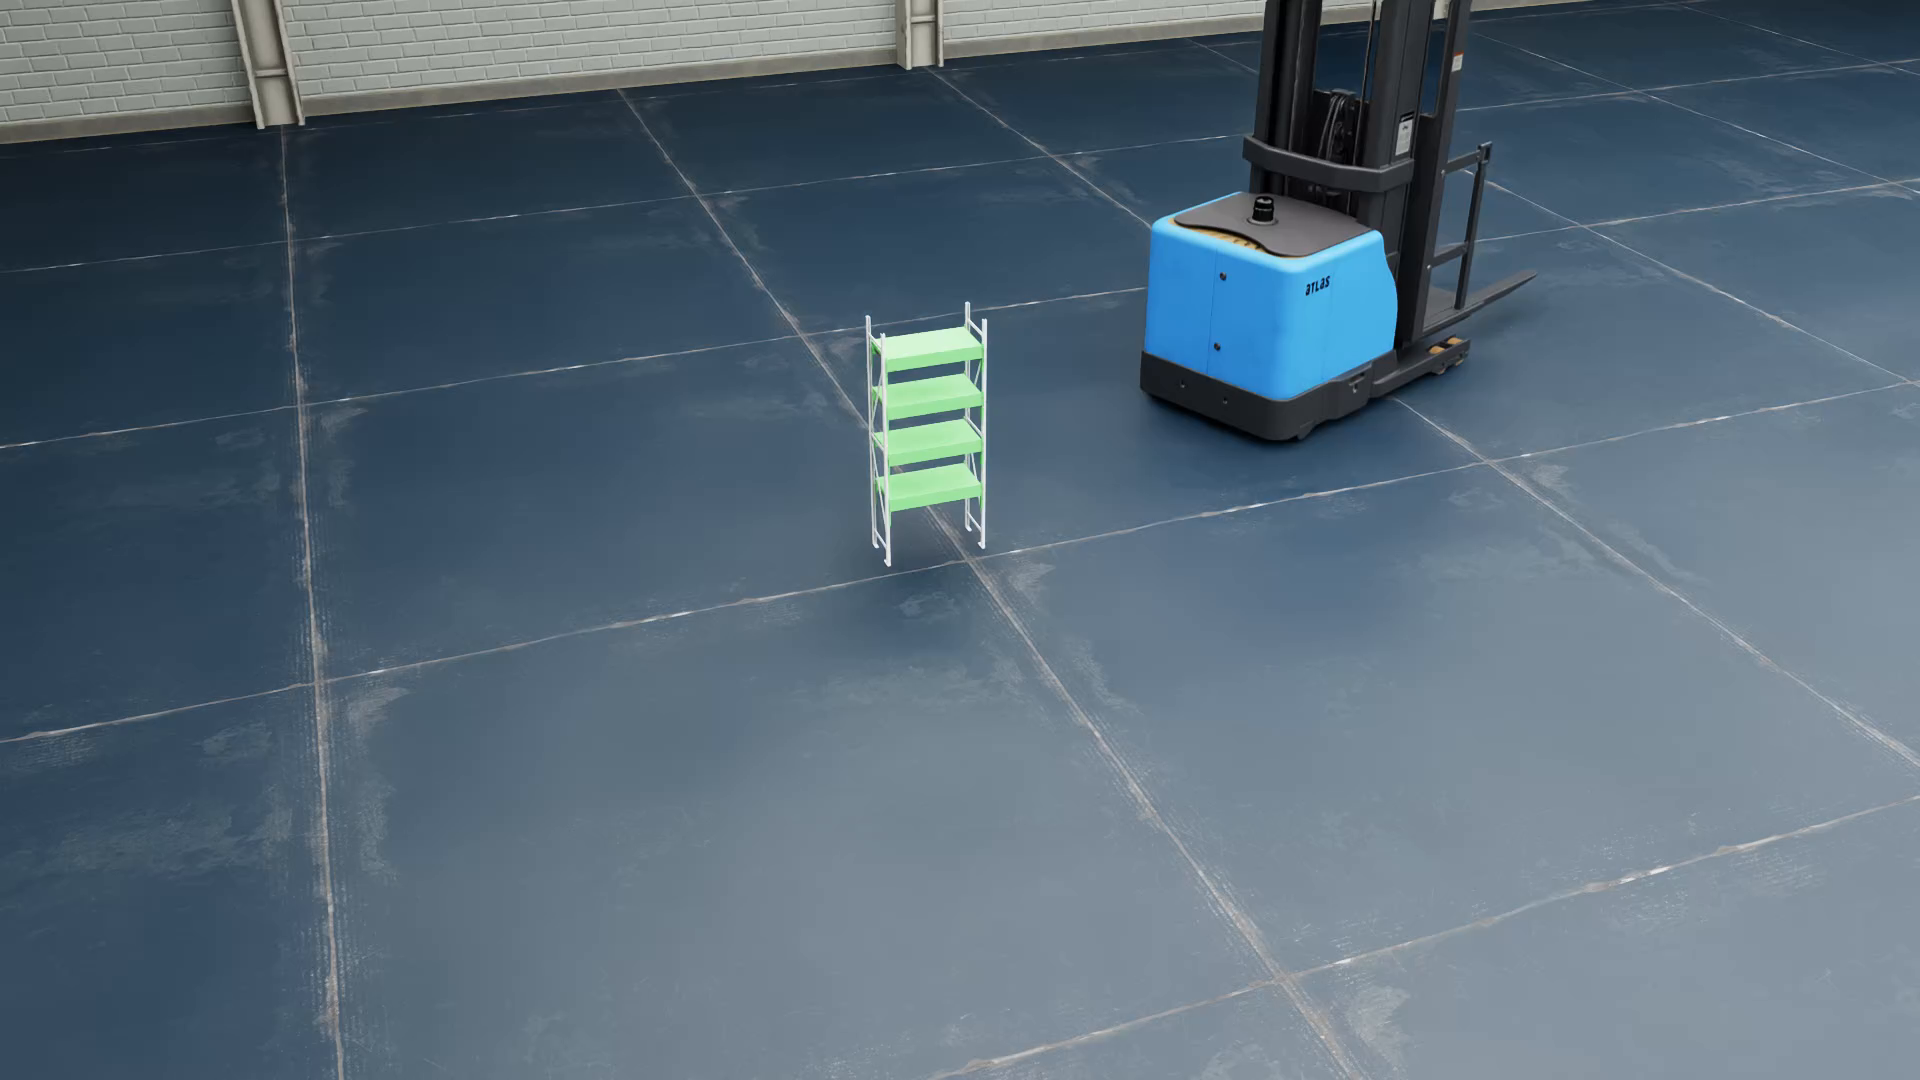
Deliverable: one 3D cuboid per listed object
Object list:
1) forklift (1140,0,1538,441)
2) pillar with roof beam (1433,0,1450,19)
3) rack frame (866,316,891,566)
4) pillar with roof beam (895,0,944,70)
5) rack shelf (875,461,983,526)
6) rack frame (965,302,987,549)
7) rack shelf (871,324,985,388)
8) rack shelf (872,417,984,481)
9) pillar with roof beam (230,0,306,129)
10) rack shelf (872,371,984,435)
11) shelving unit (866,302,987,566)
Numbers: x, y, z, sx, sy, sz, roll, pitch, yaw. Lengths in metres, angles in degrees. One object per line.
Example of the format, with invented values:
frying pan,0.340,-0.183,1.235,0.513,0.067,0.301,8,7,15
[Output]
forklift,2.458,-2.434,9.562,3.031,2.935,1.130,-25,38,-37
pillar with roof beam,6.726,-7.689,12.655,0.400,9.000,9.100,-10,31,-18
rack frame,-0.384,-0.451,7.829,0.015,1.200,0.240,-10,31,-18
pillar with roof beam,1.102,-6.653,10.837,0.400,9.000,9.100,-10,31,-18
rack shelf,-0.155,-0.229,8.053,0.480,0.148,0.258,-10,31,-18
rack frame,0.074,-0.535,7.977,0.015,1.200,0.240,-10,31,-18
rack shelf,-0.155,-0.854,7.697,0.480,0.148,0.258,-10,31,-18
rack shelf,-0.155,-0.437,7.934,0.480,0.148,0.258,-10,31,-18
pillar with roof beam,-4.521,-5.618,9.020,0.400,9.000,9.100,-10,31,-18
rack shelf,-0.155,-0.646,7.816,0.480,0.148,0.258,-10,31,-18
shelving unit,-0.155,-0.493,7.903,0.503,1.200,0.258,-10,31,-18
